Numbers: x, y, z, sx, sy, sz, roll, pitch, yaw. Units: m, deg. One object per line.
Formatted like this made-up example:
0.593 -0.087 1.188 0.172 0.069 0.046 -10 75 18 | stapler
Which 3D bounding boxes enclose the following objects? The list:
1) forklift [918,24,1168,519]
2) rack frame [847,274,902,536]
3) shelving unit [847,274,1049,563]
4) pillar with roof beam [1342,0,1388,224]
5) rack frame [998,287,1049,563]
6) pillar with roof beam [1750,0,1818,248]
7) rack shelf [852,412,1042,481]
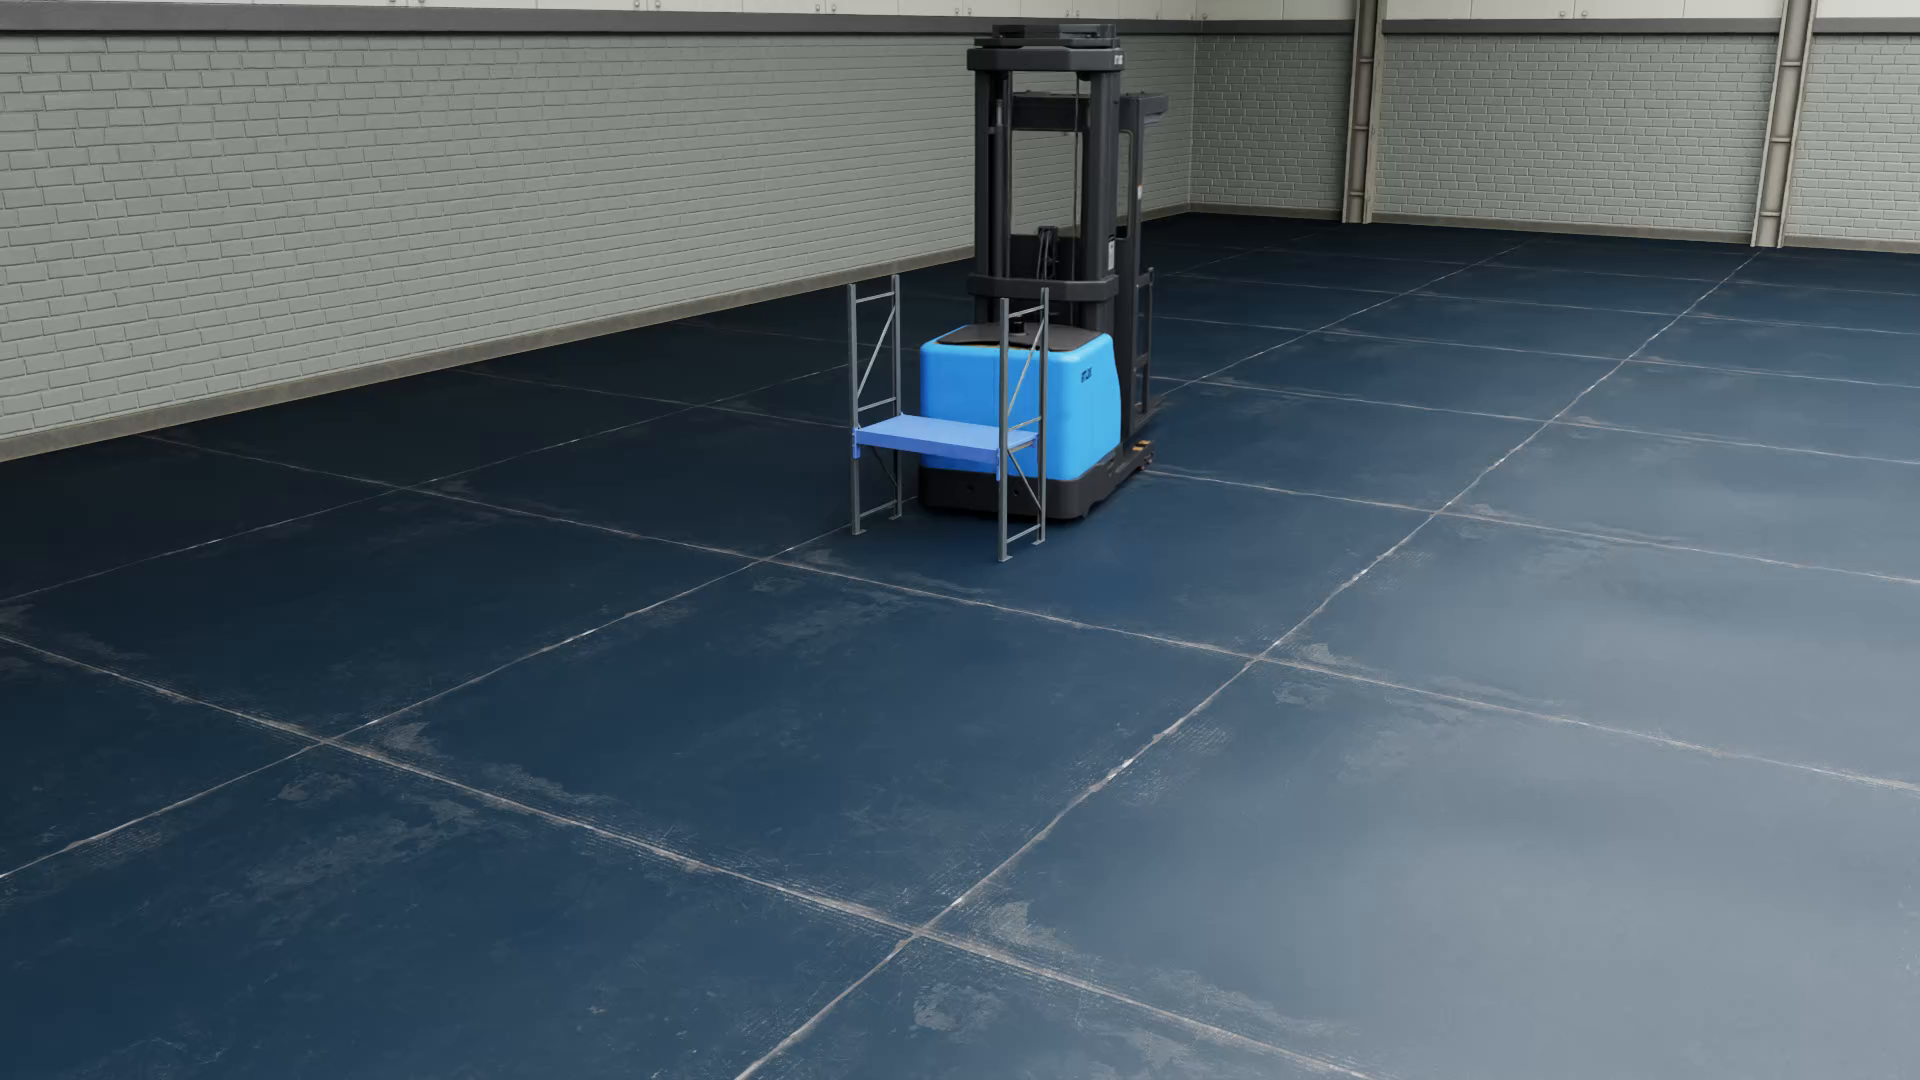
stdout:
0.729 -1.917 11.149 1.130 2.935 3.031 6 18 20 | forklift
-0.506 -0.808 9.960 0.032 1.500 0.500 10 20 30 | rack frame
-0.073 -0.731 9.706 1.048 1.500 0.538 10 20 30 | shelving unit
4.106 -8.333 21.830 0.400 9.000 9.100 10 20 30 | pillar with roof beam
0.360 -0.653 9.451 0.032 1.500 0.500 10 20 30 | rack frame
9.218 -7.420 18.826 0.400 9.000 9.100 10 20 30 | pillar with roof beam
-0.073 -0.558 9.758 1.000 0.185 0.538 10 20 30 | rack shelf
